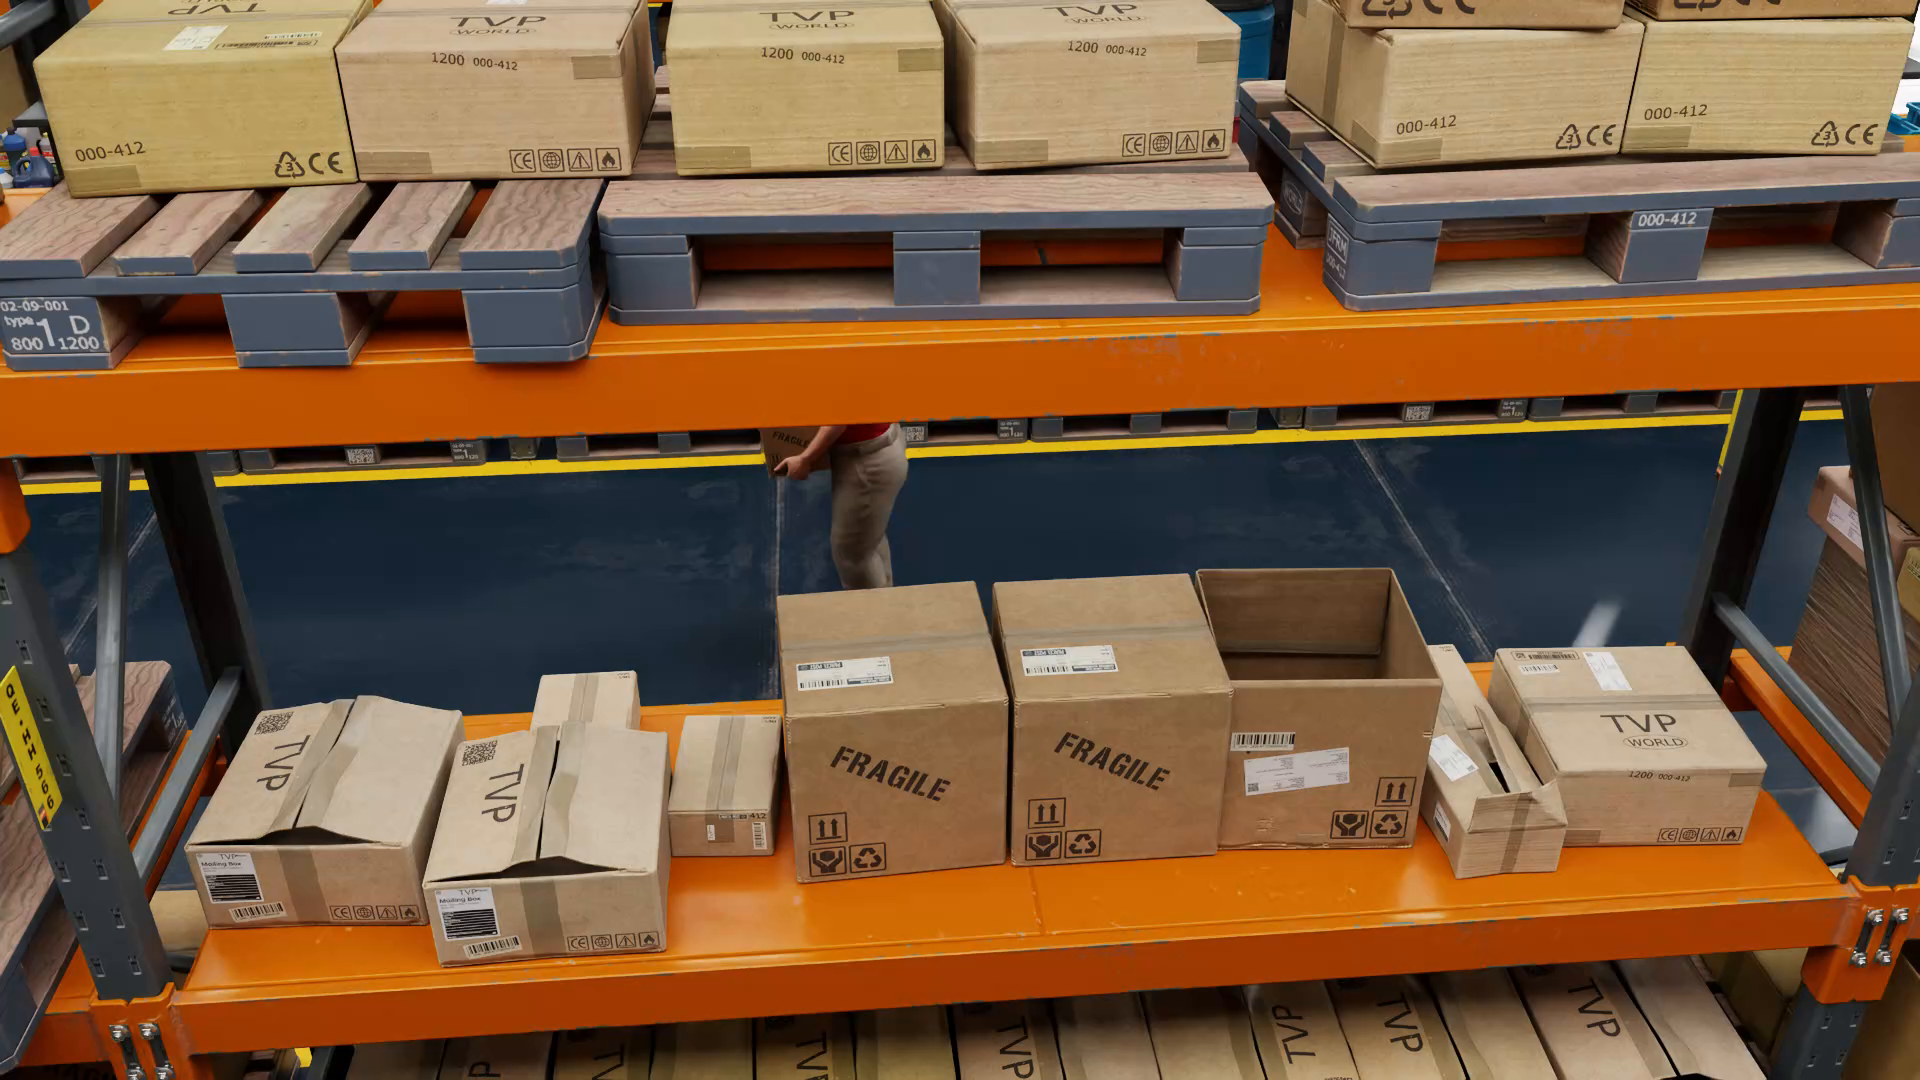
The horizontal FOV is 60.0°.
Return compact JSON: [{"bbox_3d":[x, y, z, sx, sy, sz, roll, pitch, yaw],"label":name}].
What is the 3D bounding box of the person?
[{"bbox_3d":[-0.475,-0.302,6.665,0.533,1.722,0.491,-3,31,-4],"label":"person"}]
